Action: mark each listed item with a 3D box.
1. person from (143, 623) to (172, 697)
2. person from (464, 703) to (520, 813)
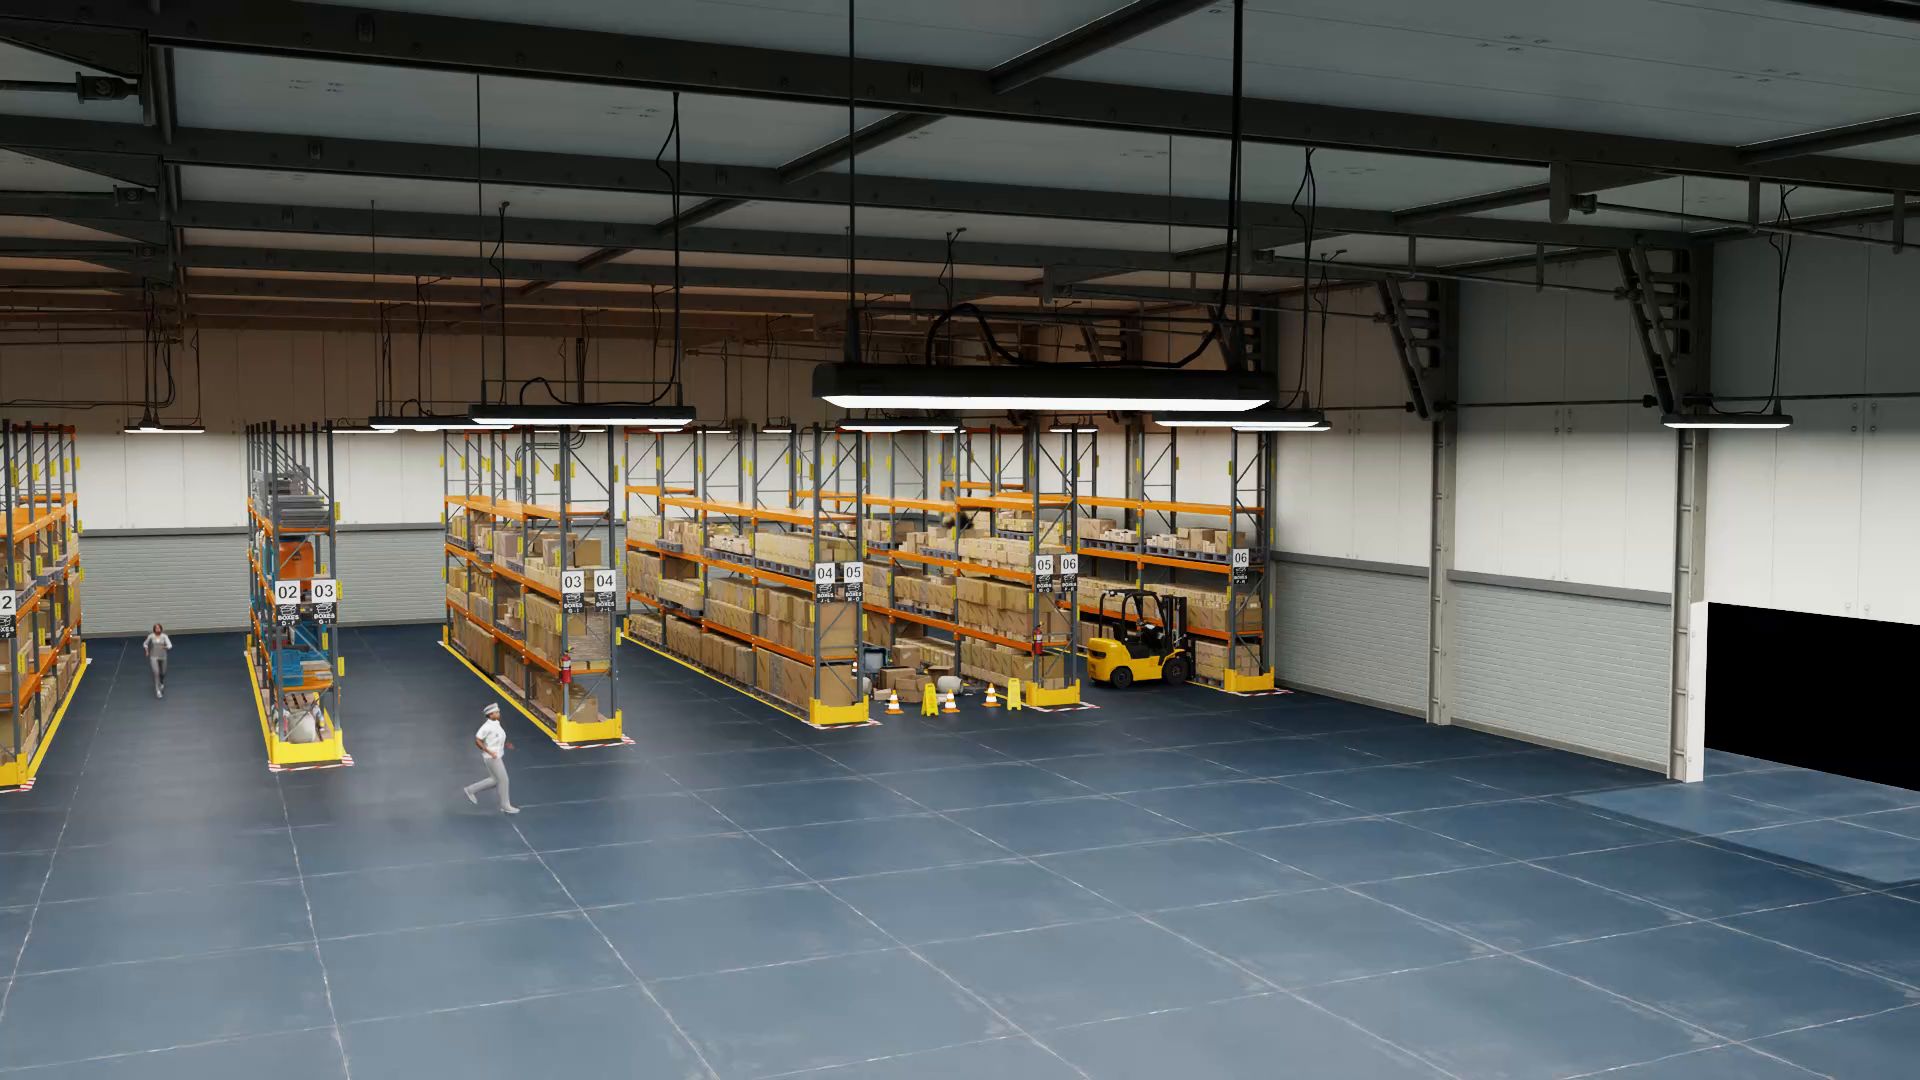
[{"bbox_3d":[-17.632,2.619,36.577,0.537,1.585,0.893,-2,4,-33],"label":"person"},{"bbox_3d":[-7.134,3.315,25.266,0.842,1.698,0.579,0,4,-4],"label":"person"}]
